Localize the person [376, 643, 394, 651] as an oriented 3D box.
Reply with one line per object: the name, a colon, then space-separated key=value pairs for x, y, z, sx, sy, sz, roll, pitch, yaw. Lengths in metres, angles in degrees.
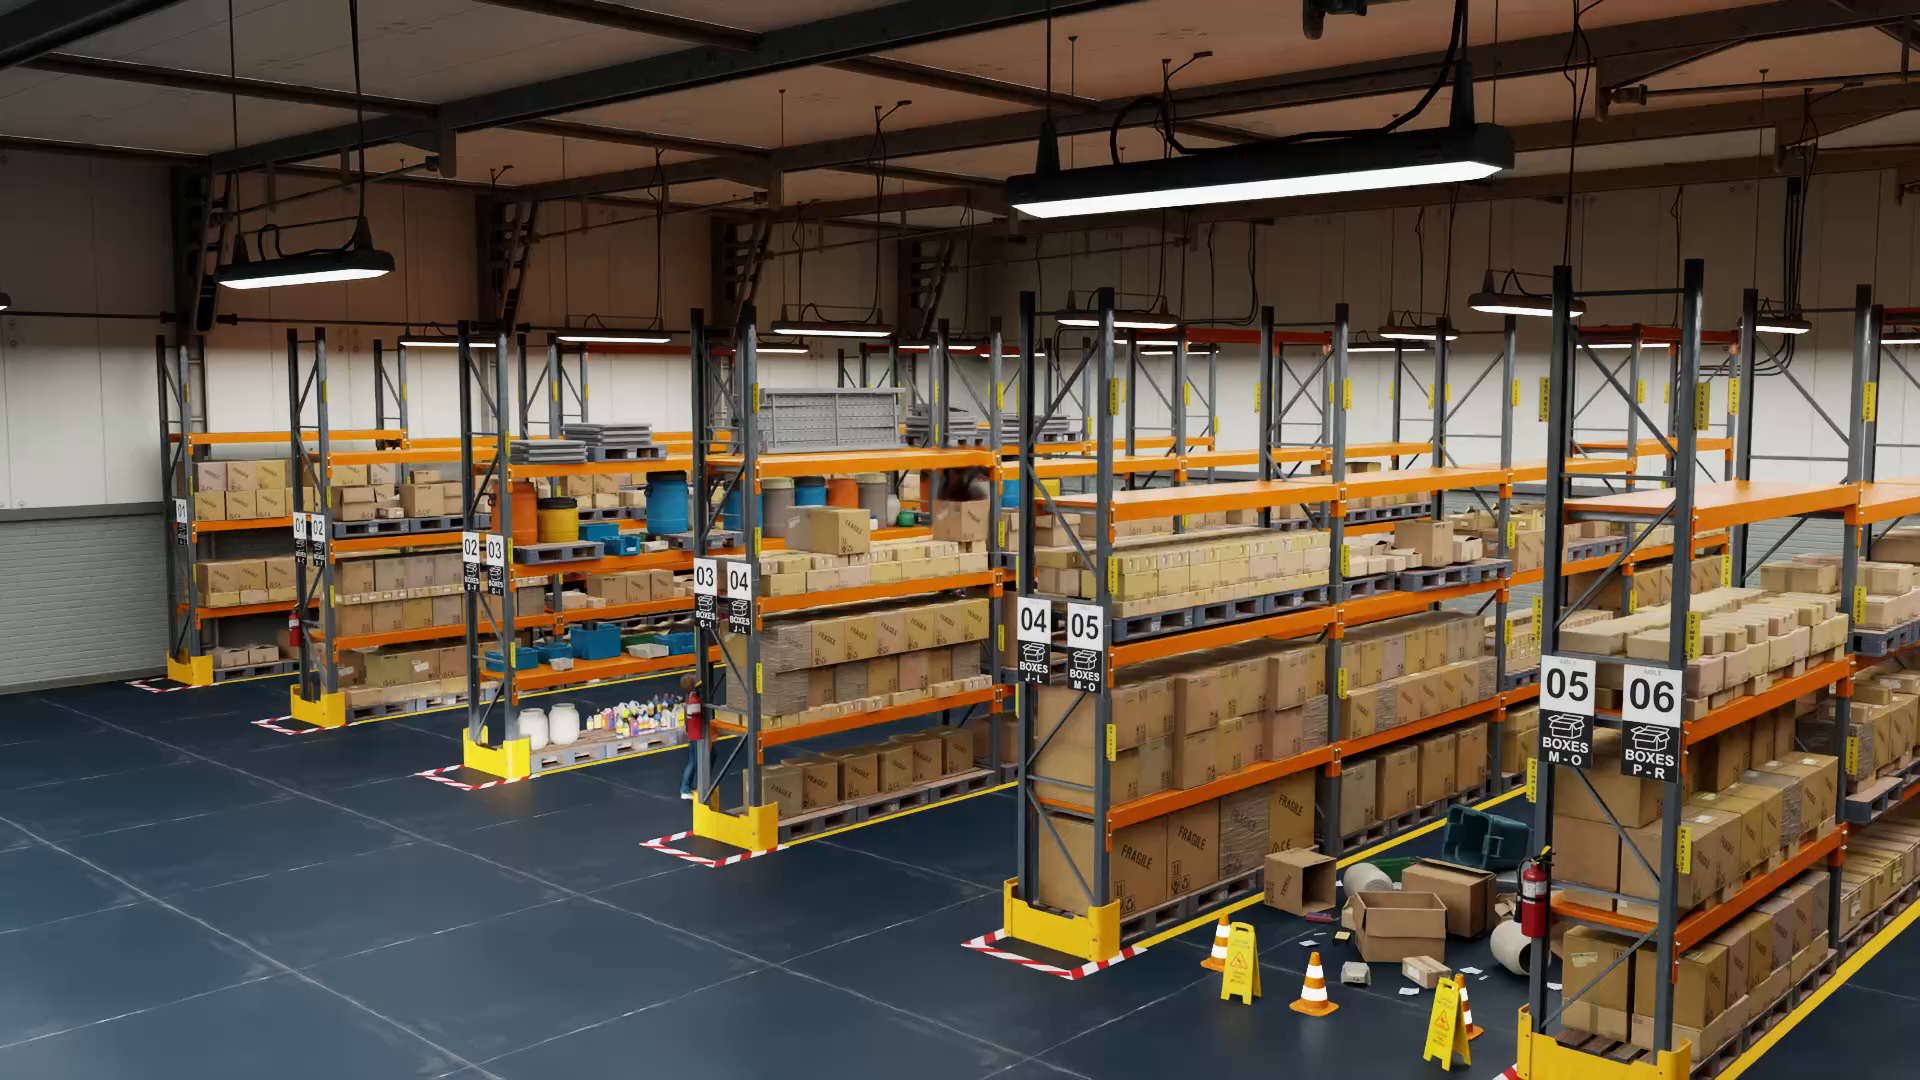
person: x=-10.285 y=1.485 z=29.537 sx=0.497 sy=1.785 sz=0.538 roll=-1 pitch=6 yaw=-13

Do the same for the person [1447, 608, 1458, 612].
person: x=7.611 y=1.899 z=25.906 sx=0.591 sy=1.671 sz=0.988 roll=5 pitch=7 yaw=40

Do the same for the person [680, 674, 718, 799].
person: x=-3.238 y=2.450 z=20.606 sx=0.492 sy=1.611 sz=0.447 roll=-1 pitch=6 yaw=-13
